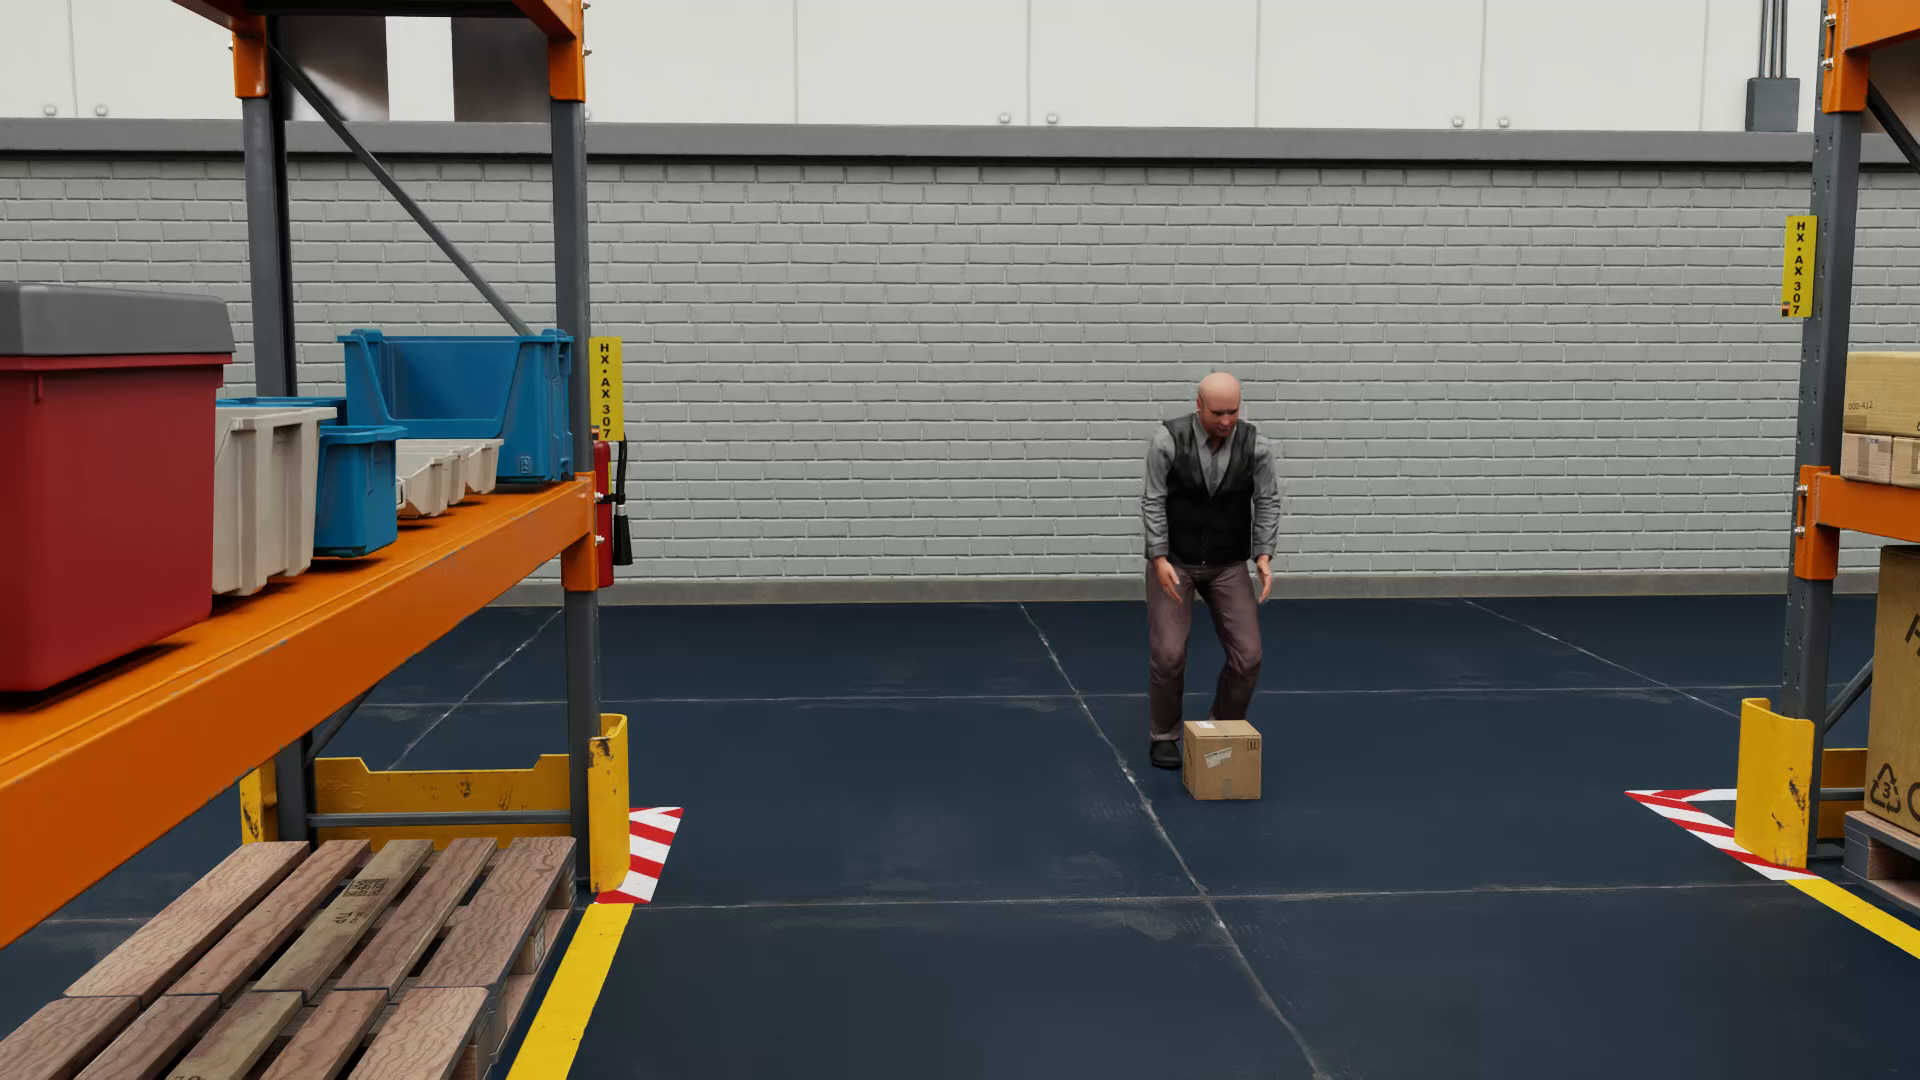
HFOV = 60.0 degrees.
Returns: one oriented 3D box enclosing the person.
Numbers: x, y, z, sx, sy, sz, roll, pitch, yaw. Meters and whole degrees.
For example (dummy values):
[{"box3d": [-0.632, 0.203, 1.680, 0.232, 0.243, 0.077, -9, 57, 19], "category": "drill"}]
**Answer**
[{"box3d": [1.021, 0.129, 6.825, 0.578, 1.599, 0.532, 0, 7, -3], "category": "person"}]
